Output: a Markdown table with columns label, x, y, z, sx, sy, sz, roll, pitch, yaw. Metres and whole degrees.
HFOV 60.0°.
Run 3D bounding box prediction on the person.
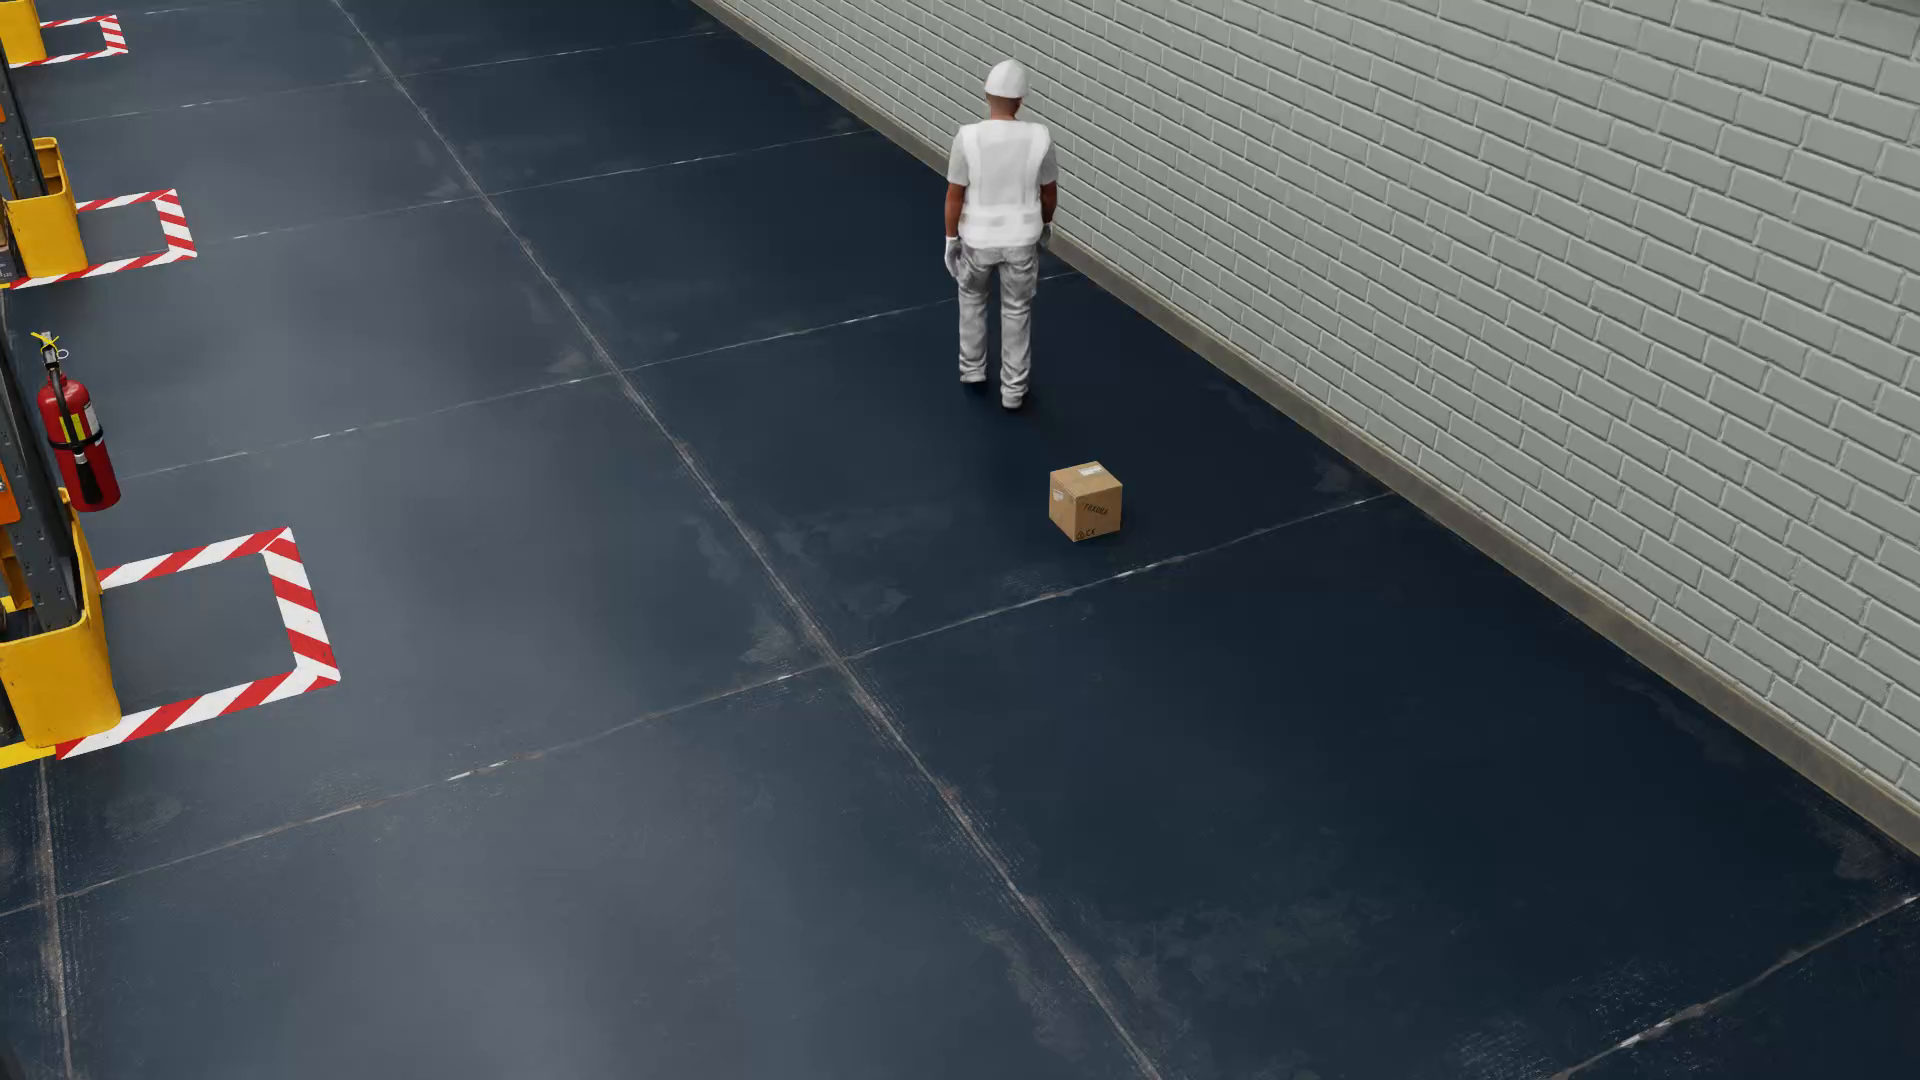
| label | x | y | z | sx | sy | sz | roll | pitch | yaw |
| --- | --- | --- | --- | --- | --- | --- | --- | --- | --- |
| person | 0.203 | -1.542 | 8.539 | 0.578 | 1.850 | 0.541 | -1 | 33 | -2 |
